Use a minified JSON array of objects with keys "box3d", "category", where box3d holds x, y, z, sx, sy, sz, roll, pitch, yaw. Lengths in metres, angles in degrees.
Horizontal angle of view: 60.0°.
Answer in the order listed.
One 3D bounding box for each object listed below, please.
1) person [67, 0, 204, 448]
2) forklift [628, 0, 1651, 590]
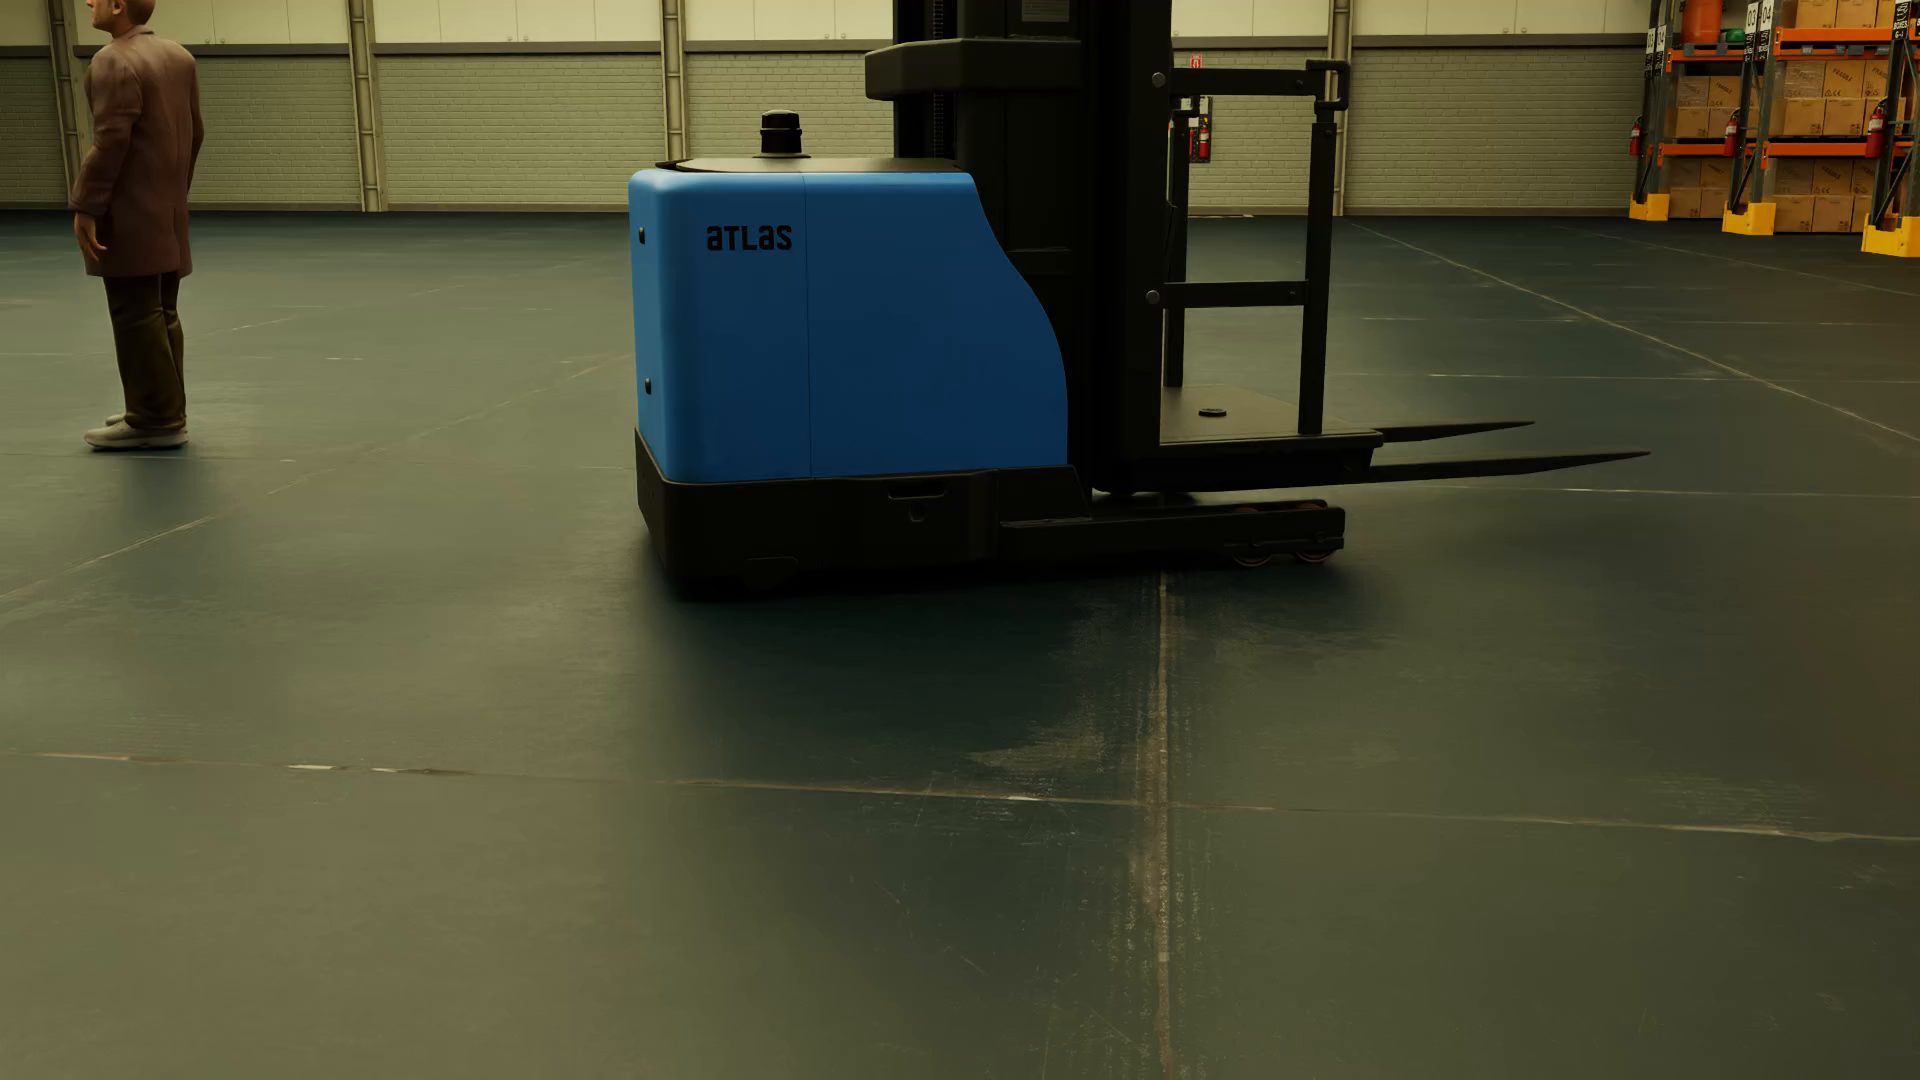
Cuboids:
[{"box3d":[-3.205,-1.236,6.298,0.581,1.777,0.694,1,13,4],"category":"person"},{"box3d":[0.587,-1.464,4.770,3.031,2.935,1.130,-4,14,-15],"category":"forklift"}]
